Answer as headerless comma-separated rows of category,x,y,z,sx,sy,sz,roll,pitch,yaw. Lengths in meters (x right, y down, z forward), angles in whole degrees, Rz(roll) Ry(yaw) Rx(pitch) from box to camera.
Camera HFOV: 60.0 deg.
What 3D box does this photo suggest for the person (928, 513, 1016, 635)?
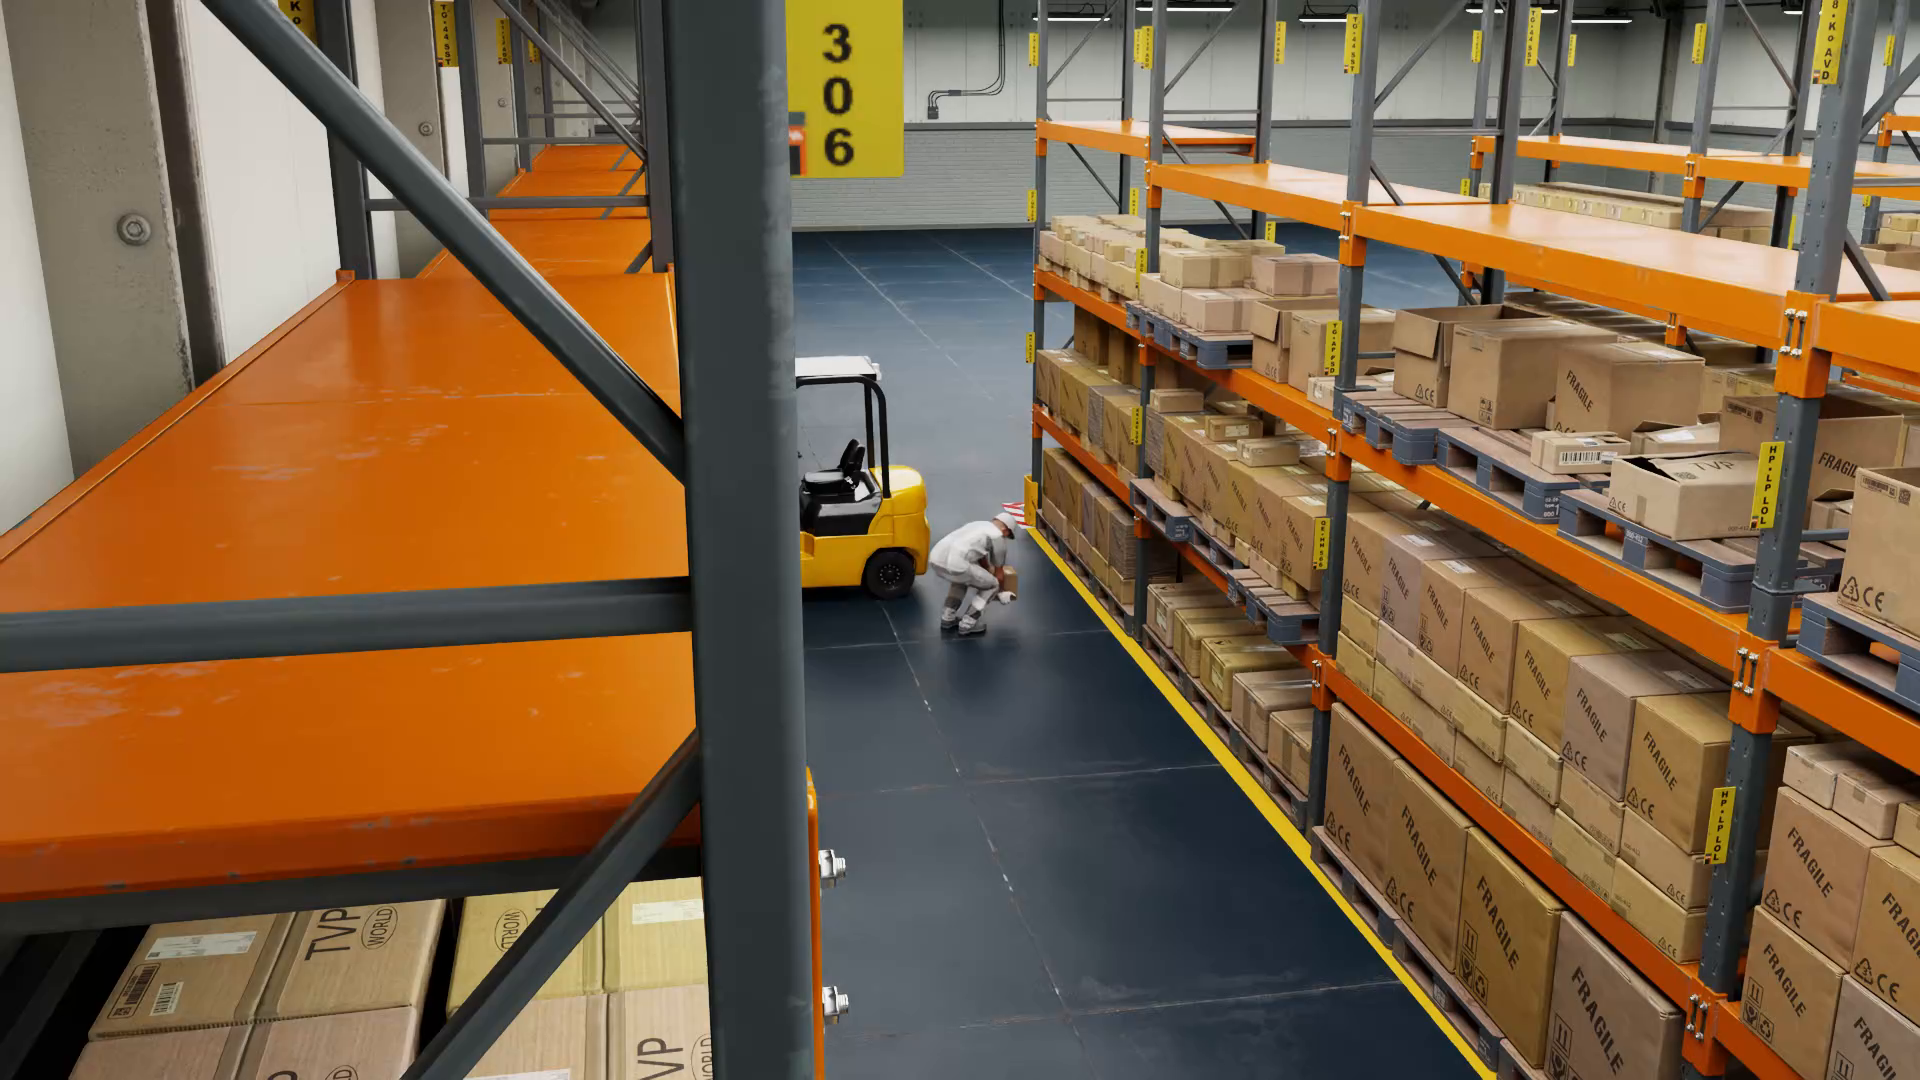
person,0.142,0.299,14.920,0.947,0.978,0.534,-14,21,-40
